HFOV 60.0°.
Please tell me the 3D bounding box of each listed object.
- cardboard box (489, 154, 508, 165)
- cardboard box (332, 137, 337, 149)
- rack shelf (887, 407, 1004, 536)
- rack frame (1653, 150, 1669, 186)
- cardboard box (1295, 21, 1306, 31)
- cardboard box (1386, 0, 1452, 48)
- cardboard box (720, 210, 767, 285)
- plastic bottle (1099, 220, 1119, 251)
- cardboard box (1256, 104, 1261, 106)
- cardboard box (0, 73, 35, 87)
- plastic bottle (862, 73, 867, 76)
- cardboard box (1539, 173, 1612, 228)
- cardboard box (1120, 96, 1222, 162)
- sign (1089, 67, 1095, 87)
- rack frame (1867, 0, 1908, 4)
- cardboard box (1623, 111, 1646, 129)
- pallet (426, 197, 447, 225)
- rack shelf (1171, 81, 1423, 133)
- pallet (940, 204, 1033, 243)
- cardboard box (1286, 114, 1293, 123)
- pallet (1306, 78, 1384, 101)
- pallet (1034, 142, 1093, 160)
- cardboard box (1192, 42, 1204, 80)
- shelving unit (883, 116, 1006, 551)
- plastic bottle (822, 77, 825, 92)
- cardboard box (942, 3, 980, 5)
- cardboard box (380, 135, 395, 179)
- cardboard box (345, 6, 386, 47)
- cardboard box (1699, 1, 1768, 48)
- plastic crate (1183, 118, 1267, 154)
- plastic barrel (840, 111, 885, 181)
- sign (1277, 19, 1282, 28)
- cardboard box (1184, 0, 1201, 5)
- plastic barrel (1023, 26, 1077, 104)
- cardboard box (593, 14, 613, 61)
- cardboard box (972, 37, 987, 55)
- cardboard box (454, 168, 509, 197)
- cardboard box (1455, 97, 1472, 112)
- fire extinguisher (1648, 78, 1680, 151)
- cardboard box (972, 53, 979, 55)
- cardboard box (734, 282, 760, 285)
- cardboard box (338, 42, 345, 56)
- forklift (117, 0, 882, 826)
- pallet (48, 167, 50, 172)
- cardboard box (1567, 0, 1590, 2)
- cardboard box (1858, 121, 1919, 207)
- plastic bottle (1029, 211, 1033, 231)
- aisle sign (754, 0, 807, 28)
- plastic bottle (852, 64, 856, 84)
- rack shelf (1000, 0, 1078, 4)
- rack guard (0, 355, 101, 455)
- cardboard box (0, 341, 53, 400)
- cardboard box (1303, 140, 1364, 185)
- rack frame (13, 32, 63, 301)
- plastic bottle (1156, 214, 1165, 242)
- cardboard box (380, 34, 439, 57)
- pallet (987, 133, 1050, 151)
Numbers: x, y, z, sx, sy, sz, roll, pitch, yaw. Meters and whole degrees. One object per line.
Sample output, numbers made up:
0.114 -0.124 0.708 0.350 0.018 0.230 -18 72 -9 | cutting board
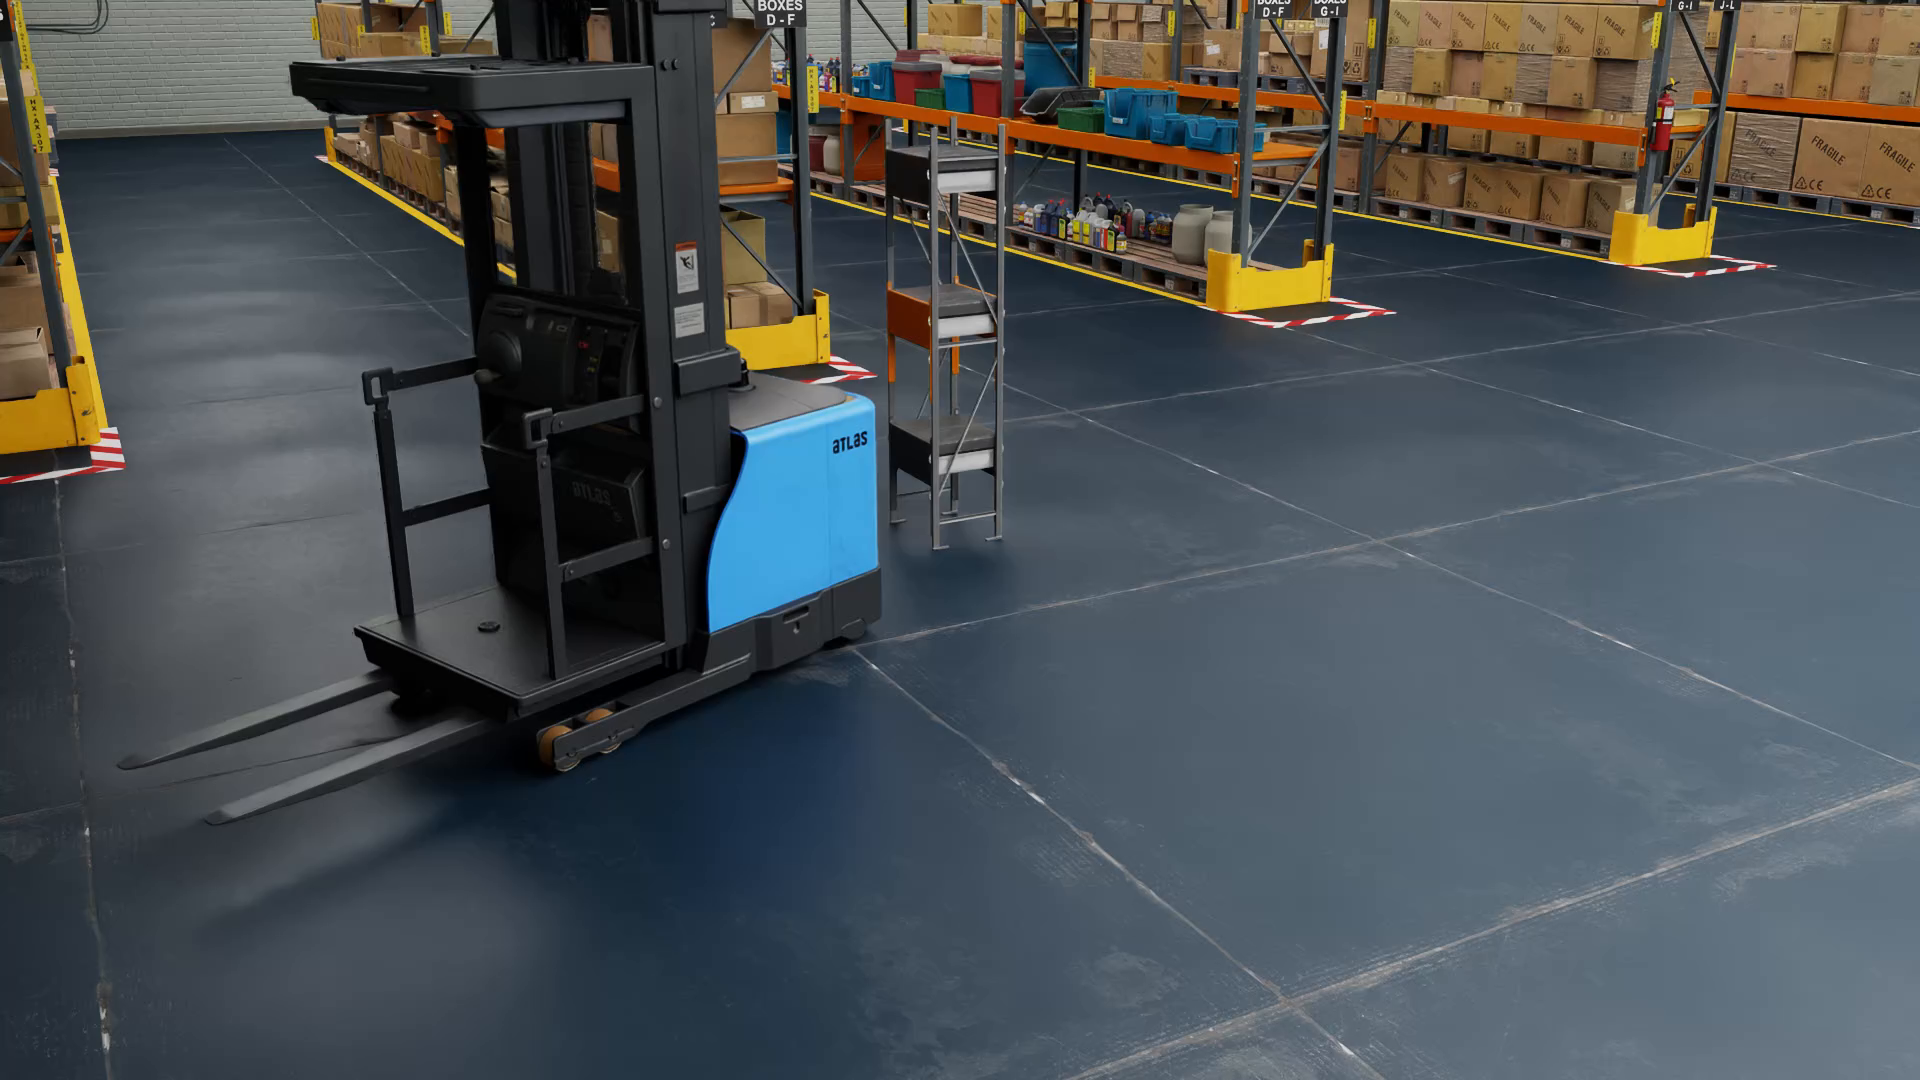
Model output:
-5.326 -4.224 19.431 0.500 0.500 0.500 -9 21 -24 | cardboard box
-9.264 -6.006 25.134 0.380 0.149 0.250 -10 21 -27 | cardboard box
-0.079 -0.365 8.659 0.431 0.518 0.480 -10 21 -27 | rack shelf
9.671 -6.147 21.846 1.000 3.000 0.127 -10 21 -27 | rack frame
5.792 -8.541 27.614 0.380 0.149 0.250 -9 21 -25 | cardboard box
5.248 -5.899 18.987 0.500 0.500 0.500 -10 21 -27 | cardboard box
-1.860 -2.311 13.151 0.500 0.500 0.500 -10 21 -27 | cardboard box
1.445 -2.948 16.078 0.152 0.276 0.135 -10 21 -26 | plastic bottle
5.318 -7.704 29.175 0.380 0.149 0.250 -10 21 -26 | cardboard box
-7.081 -3.169 12.265 0.500 0.500 0.500 -10 21 -27 | cardboard box
-1.242 -5.977 21.659 0.097 0.201 0.097 0 19 0 | plastic bottle
6.562 -3.624 17.724 0.500 0.500 0.500 -4 20 -12 | cardboard box
3.049 -5.951 23.893 1.225 0.875 0.875 -11 22 -29 | cardboard box
1.389 -4.853 17.673 0.100 0.325 0.005 -10 21 -27 | sign
16.447 -8.861 29.711 1.000 3.000 0.127 -10 21 -27 | rack frame
6.841 -4.190 16.562 0.380 0.149 0.250 -10 21 -27 | cardboard box
-5.683 -3.924 19.681 1.003 0.211 1.213 -10 21 -27 | pallet
4.308 -5.642 21.485 1.077 0.370 4.000 -10 21 -27 | rack shelf
0.492 -3.542 18.571 1.003 0.211 1.213 -10 21 -27 | pallet
5.982 -7.448 29.345 0.380 0.149 0.250 -11 22 -29 | cardboard box
5.023 -5.559 20.436 1.003 0.211 1.213 -10 21 -27 | pallet
1.892 -6.176 26.206 1.003 0.211 1.213 -10 21 -27 | pallet
3.367 -6.785 23.542 0.500 0.500 0.500 -9 21 -25 | cardboard box
-0.079 -1.040 8.427 0.431 2.100 0.503 -10 21 -27 | shelving unit
-1.716 -5.847 21.282 0.097 0.201 0.097 0 19 0 | plastic bottle
0.022 -9.177 29.253 0.500 0.500 0.500 -10 21 -26 | cardboard box
-7.245 -5.020 21.740 0.500 0.500 0.500 -11 22 -29 | cardboard box
-7.974 -6.942 22.466 0.500 0.500 0.500 -10 22 -28 | cardboard box
9.816 -6.617 21.323 0.875 0.550 0.550 -10 21 -27 | cardboard box
2.298 -3.519 14.459 0.499 0.251 0.616 -10 21 -27 | plastic crate
-1.248 -5.099 21.493 0.600 0.830 0.708 -10 21 -27 | plastic barrel
5.398 -8.766 28.110 0.100 0.325 0.005 -10 21 -27 | sign
4.425 -9.785 30.249 0.500 0.500 0.500 -11 22 -28 | cardboard box
0.982 -5.035 17.856 0.600 0.901 0.708 -10 21 -27 | plastic barrel
-2.531 -3.976 13.413 0.700 0.500 0.500 -10 21 -27 | cardboard box
0.528 -8.155 27.439 0.500 0.250 0.500 -10 21 -26 | cardboard box
-5.114 -3.841 17.876 0.500 0.311 0.500 -11 22 -28 | cardboard box
5.711 -4.825 18.402 0.380 0.149 0.250 -10 21 -27 | cardboard box
6.806 -4.118 16.087 0.296 0.674 0.183 -10 21 -27 | fire extinguisher
0.416 -7.991 27.576 0.380 0.149 0.250 -10 22 -28 | cardboard box
-1.862 -1.956 13.273 0.500 0.250 0.500 -10 21 -27 | cardboard box
-8.460 -6.762 23.477 0.500 0.500 0.500 -10 21 -26 | cardboard box
-1.676 -0.714 6.206 1.130 2.935 3.031 15 24 37 | forklift
-13.069 -5.015 22.841 1.003 0.211 1.213 -10 21 -27 | pallet
10.890 -9.155 28.877 0.500 0.500 0.500 -10 22 -28 | cardboard box
11.190 -4.377 19.331 0.875 0.875 0.875 -10 21 -26 | cardboard box
0.761 -3.308 17.234 0.097 0.201 0.097 0 19 0 | plastic bottle
-1.262 -3.983 11.591 0.394 0.787 0.004 -10 21 -27 | aisle sign
-1.430 -6.246 22.314 0.061 0.283 0.133 -10 21 -27 | plastic bottle
-0.051 -6.292 18.772 1.077 0.370 4.000 -10 21 -27 | rack shelf
-5.956 -0.798 10.177 1.175 0.500 0.348 -10 21 -27 | rack guard
-6.170 -1.107 10.689 0.500 0.311 0.500 -13 23 -33 | cardboard box
4.776 -4.753 20.966 0.700 0.500 0.500 -10 21 -27 | cardboard box
-7.820 -3.106 13.033 1.000 3.000 0.127 -10 21 -27 | rack frame
2.002 -3.106 16.543 0.097 0.271 0.097 0 19 0 | plastic bottle
-6.850 -6.058 20.793 0.700 0.500 0.500 -6 20 -18 | cardboard box
1.167 -6.616 27.482 1.003 0.211 1.213 -10 21 -27 | pallet
